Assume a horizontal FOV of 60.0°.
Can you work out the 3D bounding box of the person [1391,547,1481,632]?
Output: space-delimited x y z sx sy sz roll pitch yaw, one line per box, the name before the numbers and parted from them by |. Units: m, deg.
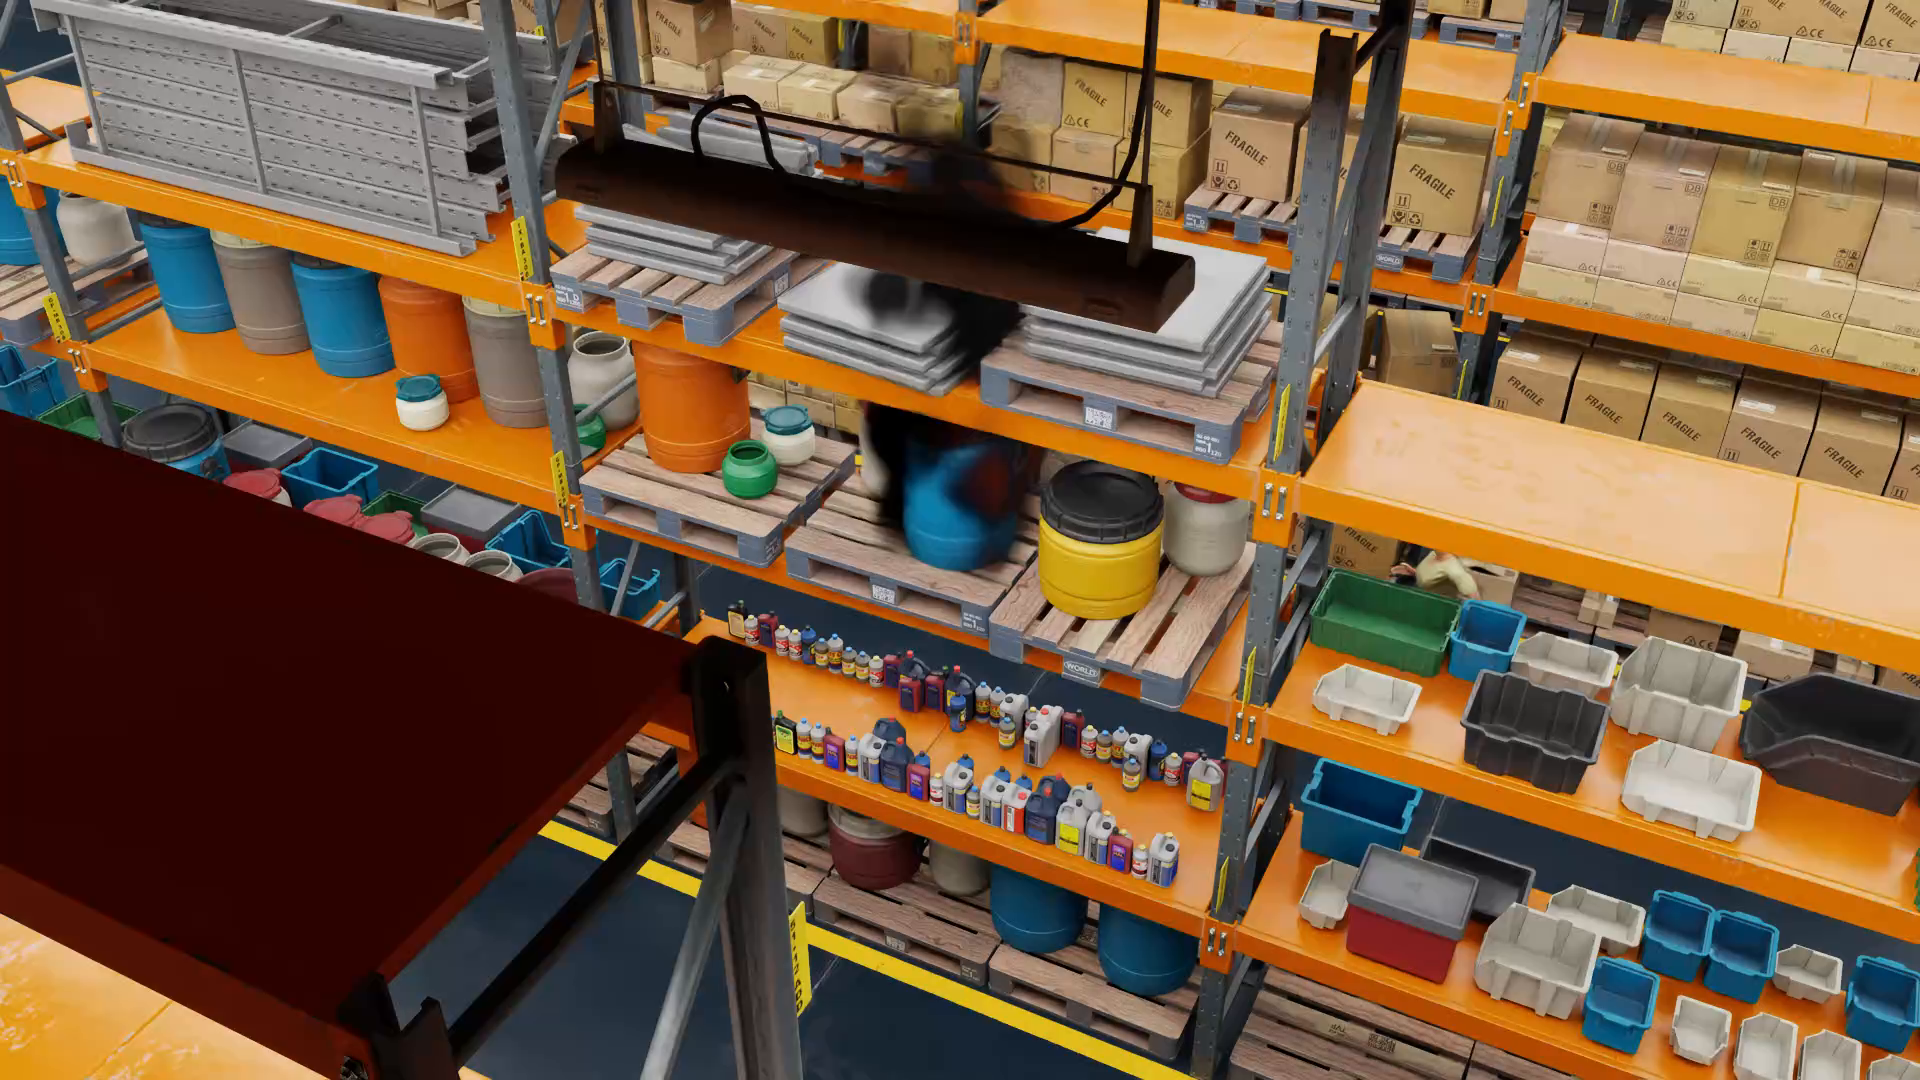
person | 3.192 0.595 11.196 0.698 1.768 0.543 11 36 15
